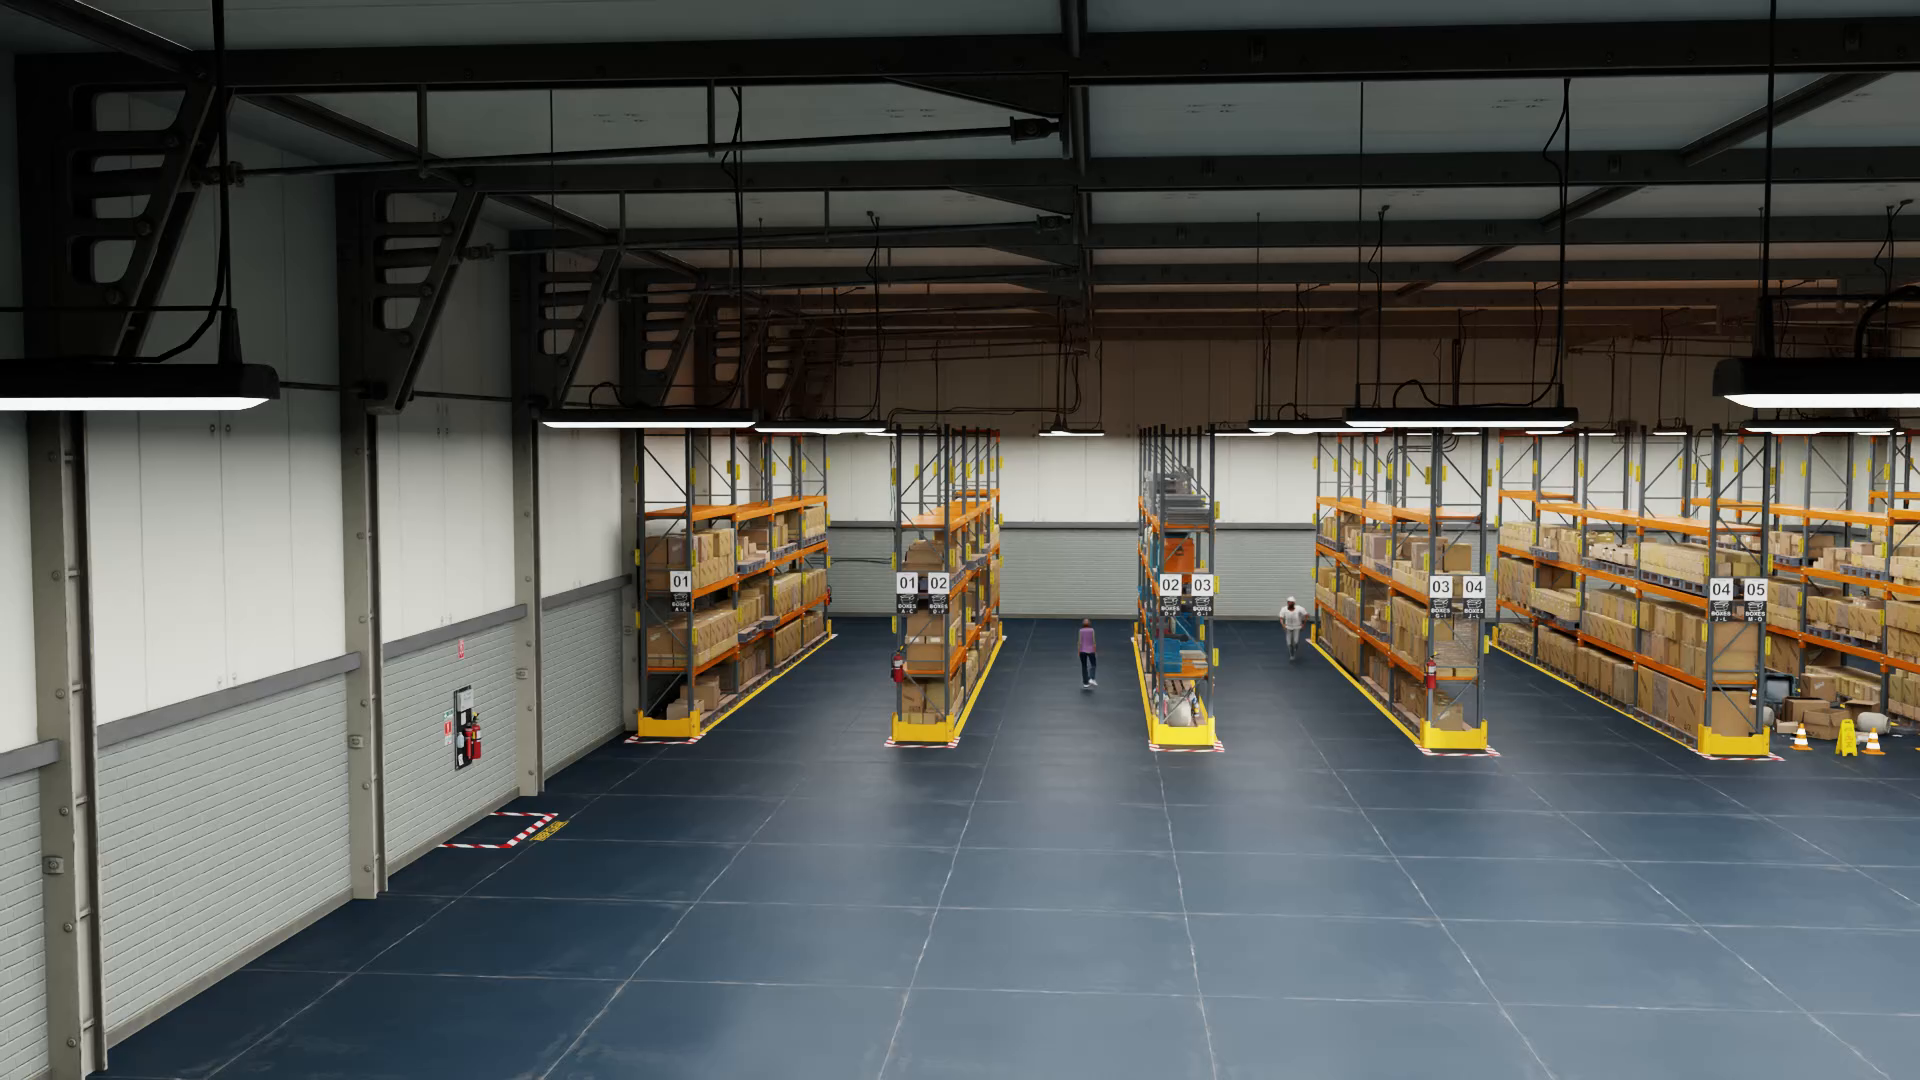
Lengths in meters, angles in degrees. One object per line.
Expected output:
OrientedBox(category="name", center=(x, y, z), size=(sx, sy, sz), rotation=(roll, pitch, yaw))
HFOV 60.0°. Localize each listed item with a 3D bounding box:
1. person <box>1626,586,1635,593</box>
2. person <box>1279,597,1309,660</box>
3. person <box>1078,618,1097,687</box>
OrientedBox(category="person", center=(19.929, 1.848, 49.290), size=(1.119, 1.733, 0.568), rotation=(-1, 4, -20))
OrientedBox(category="person", center=(8.627, 2.275, 42.961), size=(0.754, 1.669, 0.679), rotation=(1, 4, 16))
OrientedBox(category="person", center=(2.938, 2.605, 38.308), size=(0.470, 1.582, 0.440), rotation=(0, 3, 7))
